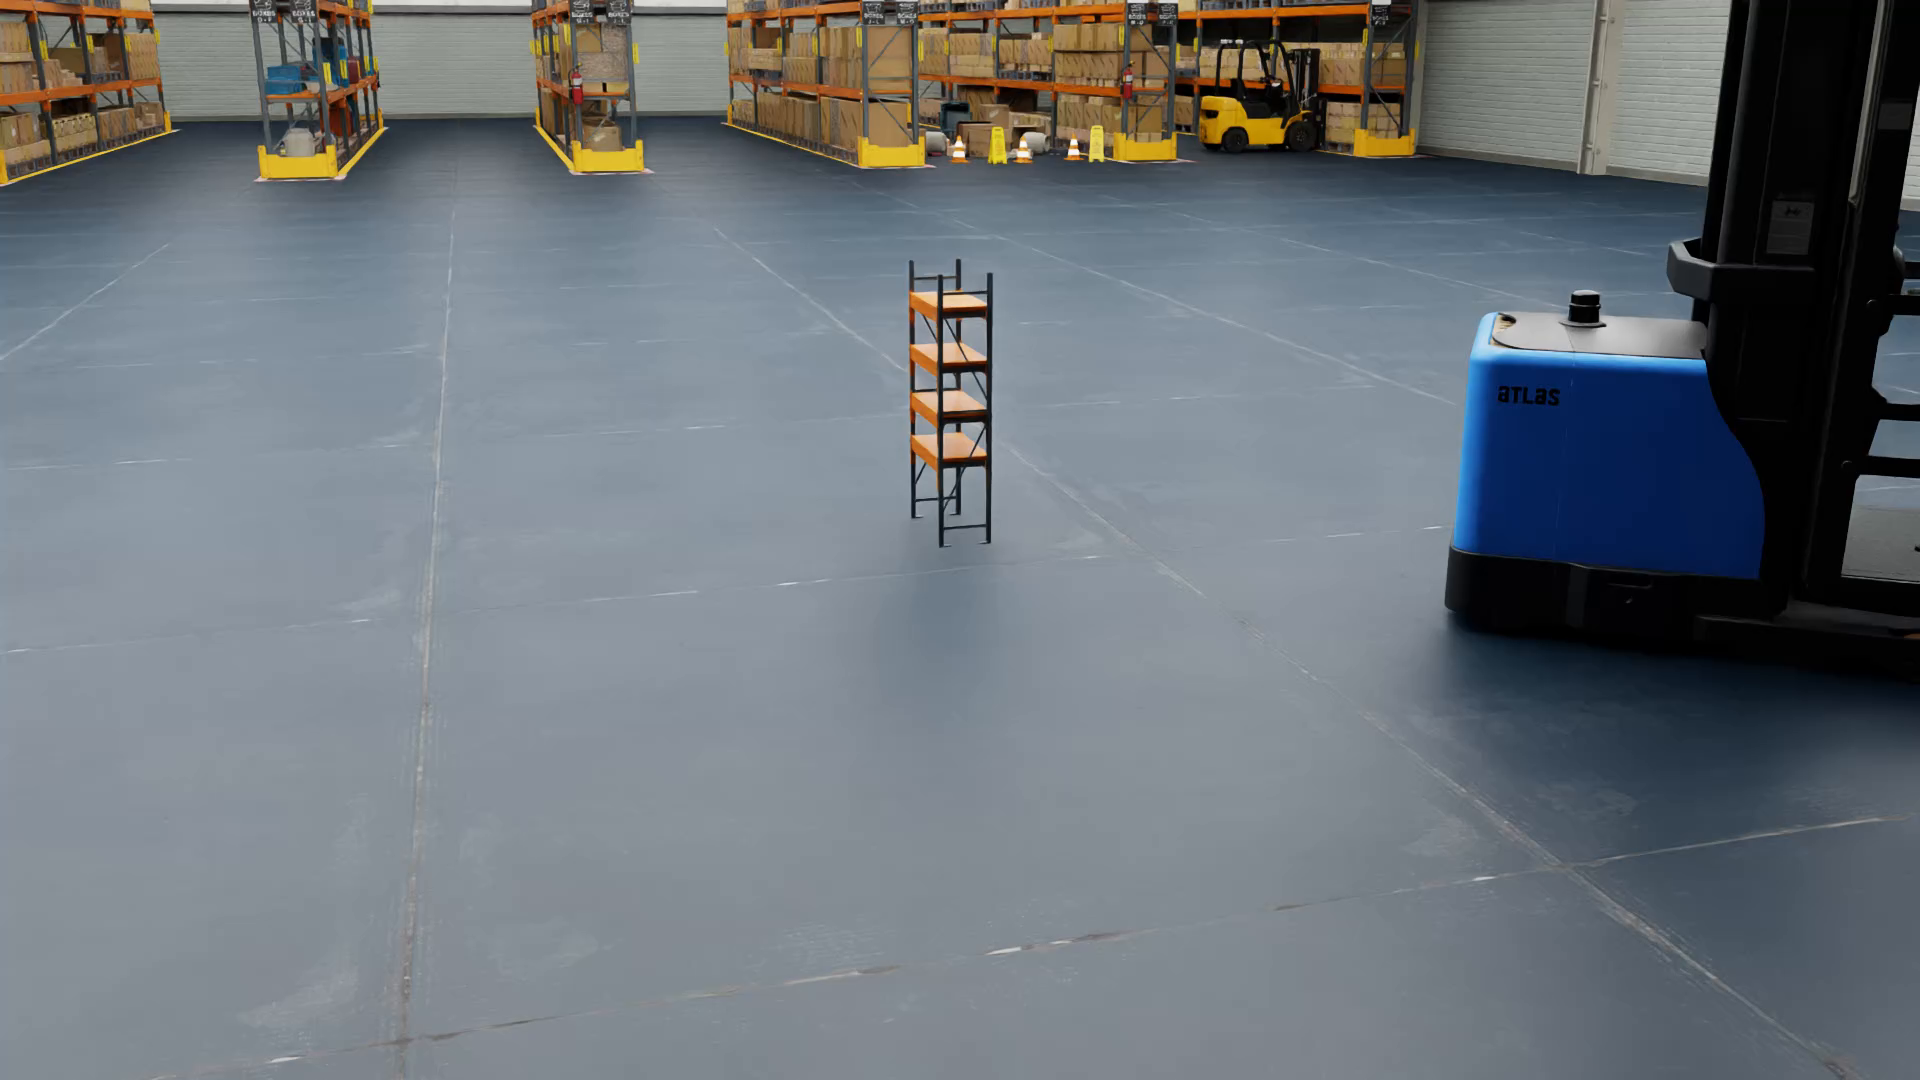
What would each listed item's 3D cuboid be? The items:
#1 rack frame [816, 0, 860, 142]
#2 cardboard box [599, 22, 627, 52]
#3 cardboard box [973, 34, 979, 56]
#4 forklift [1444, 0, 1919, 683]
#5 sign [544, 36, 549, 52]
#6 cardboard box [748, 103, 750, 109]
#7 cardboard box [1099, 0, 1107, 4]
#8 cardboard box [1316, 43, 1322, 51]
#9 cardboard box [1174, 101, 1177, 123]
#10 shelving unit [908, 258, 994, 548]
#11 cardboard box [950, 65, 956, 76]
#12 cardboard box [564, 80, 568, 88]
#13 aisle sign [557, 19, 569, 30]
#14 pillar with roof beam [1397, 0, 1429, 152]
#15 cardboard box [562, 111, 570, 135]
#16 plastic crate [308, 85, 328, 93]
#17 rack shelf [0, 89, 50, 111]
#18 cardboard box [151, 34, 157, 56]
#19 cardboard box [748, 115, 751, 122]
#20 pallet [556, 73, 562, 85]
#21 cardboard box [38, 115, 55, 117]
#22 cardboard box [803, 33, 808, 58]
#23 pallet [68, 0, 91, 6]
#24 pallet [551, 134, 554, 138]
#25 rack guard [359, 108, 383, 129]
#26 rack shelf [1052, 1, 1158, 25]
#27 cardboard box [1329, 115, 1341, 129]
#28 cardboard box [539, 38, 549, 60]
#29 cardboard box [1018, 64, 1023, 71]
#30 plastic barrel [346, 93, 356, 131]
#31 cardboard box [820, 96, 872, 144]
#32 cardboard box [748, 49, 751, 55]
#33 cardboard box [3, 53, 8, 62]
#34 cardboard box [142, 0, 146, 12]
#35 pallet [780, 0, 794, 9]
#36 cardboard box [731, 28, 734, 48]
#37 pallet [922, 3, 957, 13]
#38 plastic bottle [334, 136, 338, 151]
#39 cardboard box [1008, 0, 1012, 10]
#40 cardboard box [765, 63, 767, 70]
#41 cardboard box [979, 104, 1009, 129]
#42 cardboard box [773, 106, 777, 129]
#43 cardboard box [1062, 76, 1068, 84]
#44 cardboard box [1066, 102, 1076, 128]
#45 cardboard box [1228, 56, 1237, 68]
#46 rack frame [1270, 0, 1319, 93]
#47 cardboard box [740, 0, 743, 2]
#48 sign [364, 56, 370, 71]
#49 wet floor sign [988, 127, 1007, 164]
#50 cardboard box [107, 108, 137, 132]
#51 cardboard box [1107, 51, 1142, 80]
[{"bbox_3d":[-2.333,-9.262,33.071,1.000,3.000,0.127,-5,17,-15],"label":"rack frame"},{"bbox_3d":[-5.919,-8.634,28.552,0.500,0.500,0.500,-5,17,-15],"label":"cardboard box"},{"bbox_3d":[0.627,-11.716,39.329,0.500,0.500,0.500,-5,17,-15],"label":"cardboard box"},{"bbox_3d":[3.429,-1.061,5.889,3.031,2.935,1.130,6,18,18],"label":"forklift"},{"bbox_3d":[-8.761,-10.514,35.226,0.100,0.325,0.005,-5,17,-15],"label":"sign"},{"bbox_3d":[-5.063,-10.809,41.413,0.380,0.149,0.250,-5,17,-16],"label":"cardboard box"},{"bbox_3d":[2.871,-10.250,31.585,0.380,0.149,0.250,-5,17,-16],"label":"cardboard box"},{"bbox_3d":[7.489,-10.046,33.864,0.380,0.149,0.250,-5,17,-15],"label":"cardboard box"},{"bbox_3d":[5.475,-10.569,41.037,0.500,0.500,0.500,-4,17,-13],"label":"cardboard box"},{"bbox_3d":[-0.045,-0.620,7.432,0.258,1.200,0.503,-5,17,-15],"label":"shelving unit"},{"bbox_3d":[0.068,-11.679,41.381,0.500,0.250,0.500,-5,17,-17],"label":"cardboard box"},{"bbox_3d":[-7.101,-8.416,30.692,0.380,0.149,0.250,-5,17,-15],"label":"cardboard box"},{"bbox_3d":[-10.159,-13.506,42.680,0.394,0.787,0.004,-5,17,-15],"label":"aisle sign"},{"bbox_3d":[4.806,-11.765,30.976,9.100,9.000,0.400,-5,17,-15],"label":"pillar with roof beam"},{"bbox_3d":[-8.025,-8.834,35.227,0.700,0.500,0.500,-6,18,-18],"label":"cardboard box"},{"bbox_3d":[-10.729,-7.546,27.818,0.298,0.136,0.250,-5,17,-15],"label":"plastic crate"},{"bbox_3d":[-16.106,-7.218,27.517,1.077,0.370,4.000,-5,17,-15],"label":"rack shelf"},{"bbox_3d":[-19.566,-11.860,39.809,0.500,0.500,0.500,-5,17,-16],"label":"cardboard box"},{"bbox_3d":[-5.092,-10.538,41.547,0.380,0.149,0.250,-5,18,-17],"label":"cardboard box"},{"bbox_3d":[-7.645,-9.368,33.758,1.003,0.211,1.213,-5,17,-15],"label":"pallet"},{"bbox_3d":[-17.741,-8.062,32.152,0.500,0.311,0.500,-5,17,-17],"label":"cardboard box"},{"bbox_3d":[-2.894,-10.347,34.772,0.700,0.500,0.500,-5,17,-16],"label":"cardboard box"},{"bbox_3d":[-17.482,-10.387,31.932,1.213,0.211,1.003,-4,17,-13],"label":"pallet"},{"bbox_3d":[-9.043,-9.567,38.936,1.003,0.211,1.213,-5,17,-15],"label":"pallet"},{"bbox_3d":[-15.209,-10.634,41.984,1.175,0.500,0.348,-5,17,-15],"label":"rack guard"},{"bbox_3d":[2.949,-10.220,32.297,1.077,0.370,4.000,-5,17,-15],"label":"rack shelf"},{"bbox_3d":[7.708,-8.341,33.187,0.500,0.250,0.500,-5,17,-16],"label":"cardboard box"},{"bbox_3d":[-9.711,-11.646,39.449,0.500,0.500,0.500,-4,17,-14],"label":"cardboard box"},{"bbox_3d":[1.484,-10.465,36.784,0.380,0.149,0.250,-4,17,-12],"label":"cardboard box"},{"bbox_3d":[-13.763,-9.567,37.006,0.600,0.901,0.708,-5,17,-15],"label":"plastic barrel"},{"bbox_3d":[-2.227,-8.266,32.719,0.875,0.875,0.875,-4,17,-14],"label":"cardboard box"},{"bbox_3d":[-4.865,-11.695,39.844,0.380,0.149,0.250,-4,17,-12],"label":"cardboard box"},{"bbox_3d":[-15.879,-7.918,27.297,0.380,0.149,0.250,-5,17,-15],"label":"cardboard box"},{"bbox_3d":[-19.432,-12.539,39.028,0.500,0.250,0.500,-5,17,-15],"label":"cardboard box"},{"bbox_3d":[-3.204,-11.540,35.771,1.213,0.211,1.003,-4,17,-13],"label":"pallet"},{"bbox_3d":[-5.618,-12.966,42.974,0.500,0.500,0.500,-4,17,-14],"label":"cardboard box"},{"bbox_3d":[-0.346,-13.852,43.293,1.003,0.211,1.213,-5,17,-15],"label":"pallet"},{"bbox_3d":[-11.300,-7.166,30.050,0.061,0.283,0.133,-4,17,-12],"label":"plastic bottle"},{"bbox_3d":[1.293,-11.989,37.168,0.396,0.266,0.258,-5,17,-15],"label":"cardboard box"},{"bbox_3d":[-4.212,-10.758,37.760,0.380,0.149,0.250,-5,17,-16],"label":"cardboard box"},{"bbox_3d":[0.696,-8.698,34.222,0.500,0.500,0.500,-5,17,-15],"label":"cardboard box"},{"bbox_3d":[-4.003,-9.677,38.070,0.500,0.500,0.500,-4,17,-13],"label":"cardboard box"},{"bbox_3d":[2.296,-9.382,33.910,0.380,0.149,0.250,-4,17,-14],"label":"cardboard box"},{"bbox_3d":[2.460,-8.593,33.590,0.500,0.500,0.500,-4,17,-13],"label":"cardboard box"},{"bbox_3d":[6.386,-10.782,37.525,0.500,0.250,0.500,-4,17,-14],"label":"cardboard box"},{"bbox_3d":[7.171,-10.074,35.777,1.000,3.000,0.127,-5,17,-15],"label":"rack frame"},{"bbox_3d":[-5.182,-13.475,41.275,0.500,0.250,0.500,-4,17,-13],"label":"cardboard box"},{"bbox_3d":[-13.561,-10.894,38.025,0.100,0.325,0.005,-5,17,-15],"label":"sign"},{"bbox_3d":[0.678,-7.176,30.221,0.267,0.644,0.232,-8,18,-25],"label":"wet floor sign"},{"bbox_3d":[-18.443,-9.228,36.539,0.500,0.500,0.500,-5,17,-16],"label":"cardboard box"},{"bbox_3d":[3.084,-8.893,31.154,0.500,0.500,0.500,-5,17,-16],"label":"cardboard box"}]
